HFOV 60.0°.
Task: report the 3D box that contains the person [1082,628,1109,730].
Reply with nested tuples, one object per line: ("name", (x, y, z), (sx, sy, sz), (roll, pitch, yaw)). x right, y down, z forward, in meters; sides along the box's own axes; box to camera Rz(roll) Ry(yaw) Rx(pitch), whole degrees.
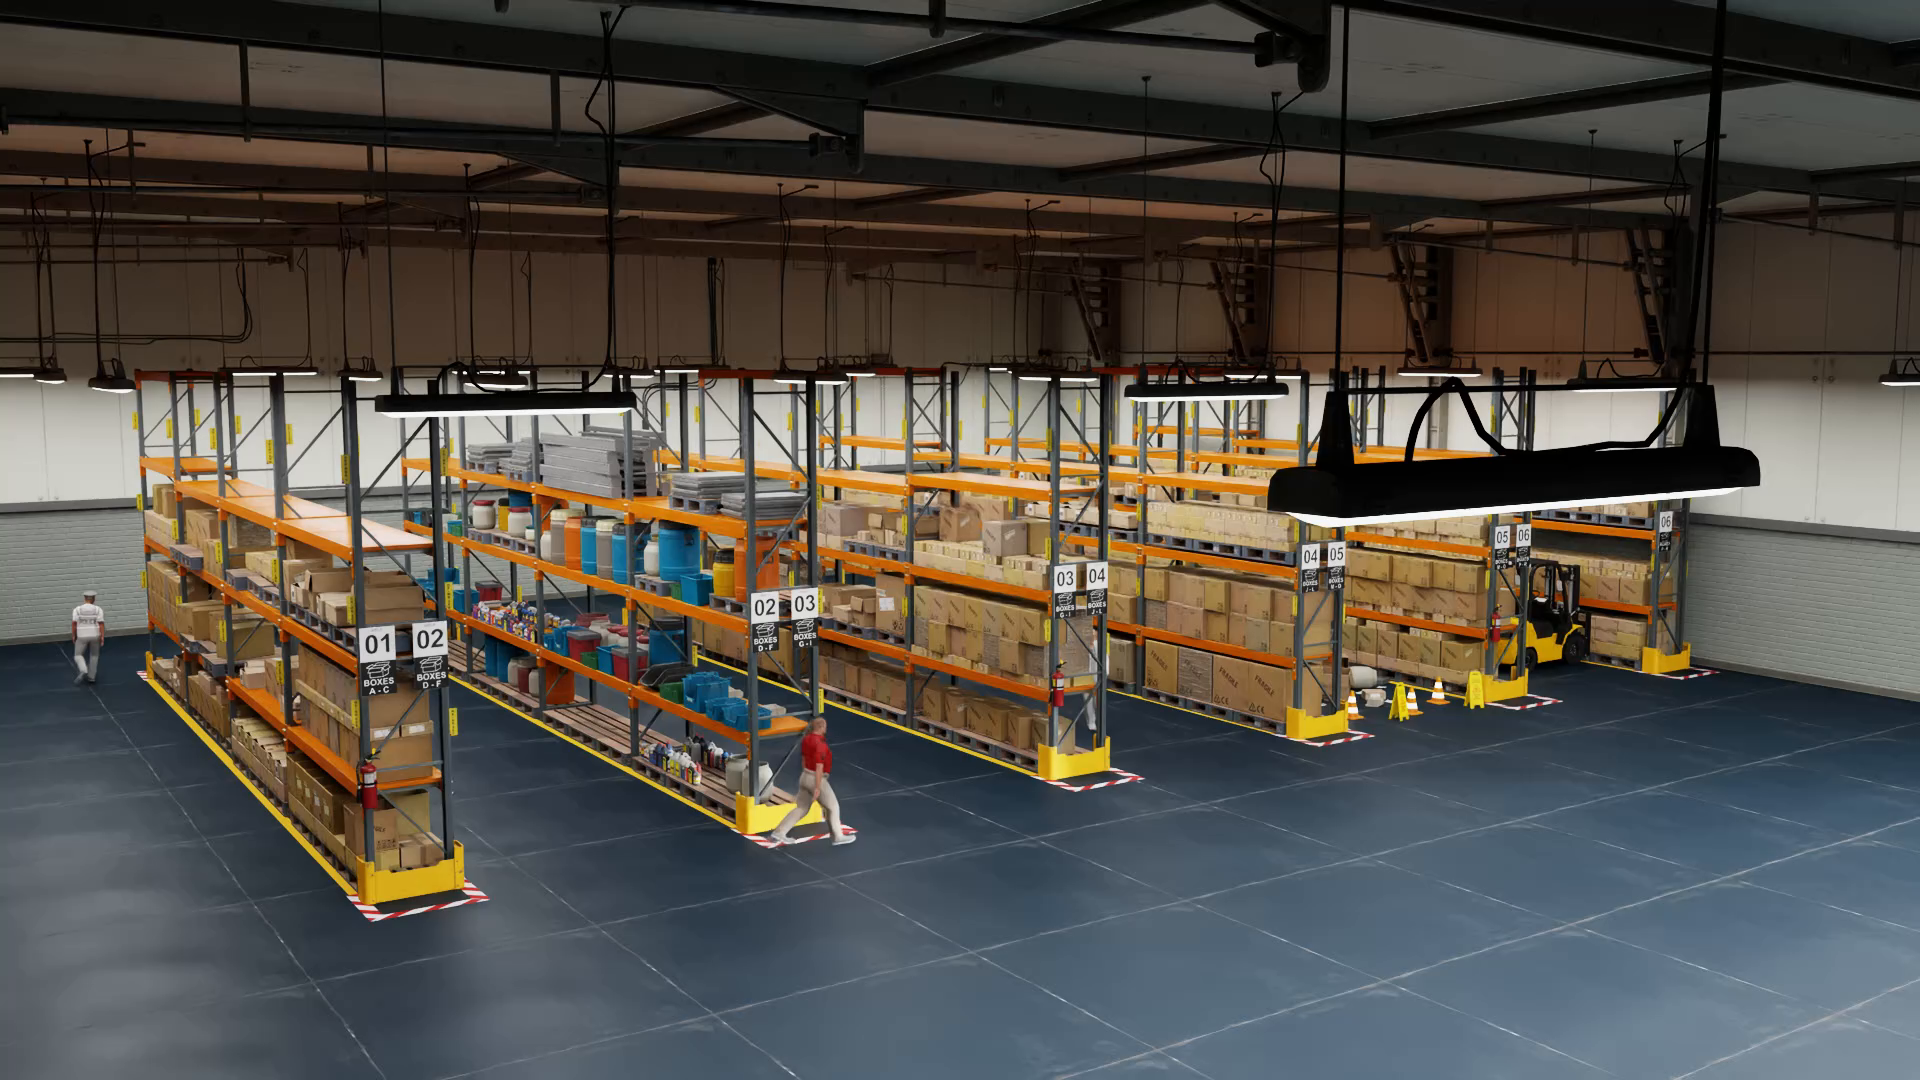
("person", (2.164, 2.299, 28.150), (0.648, 1.749, 0.730), (-1, 7, -11))

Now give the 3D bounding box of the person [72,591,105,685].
("person", (-16.677, 1.873, 31.821), (0.567, 1.742, 0.680), (-3, 7, -27))

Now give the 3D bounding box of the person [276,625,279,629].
("person", (-15.459, 1.294, 37.094), (1.140, 1.732, 0.515), (-1, 7, -13))

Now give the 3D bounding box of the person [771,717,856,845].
("person", (-1.877, 3.097, 21.252), (1.083, 1.667, 0.546), (-3, 7, -27))
